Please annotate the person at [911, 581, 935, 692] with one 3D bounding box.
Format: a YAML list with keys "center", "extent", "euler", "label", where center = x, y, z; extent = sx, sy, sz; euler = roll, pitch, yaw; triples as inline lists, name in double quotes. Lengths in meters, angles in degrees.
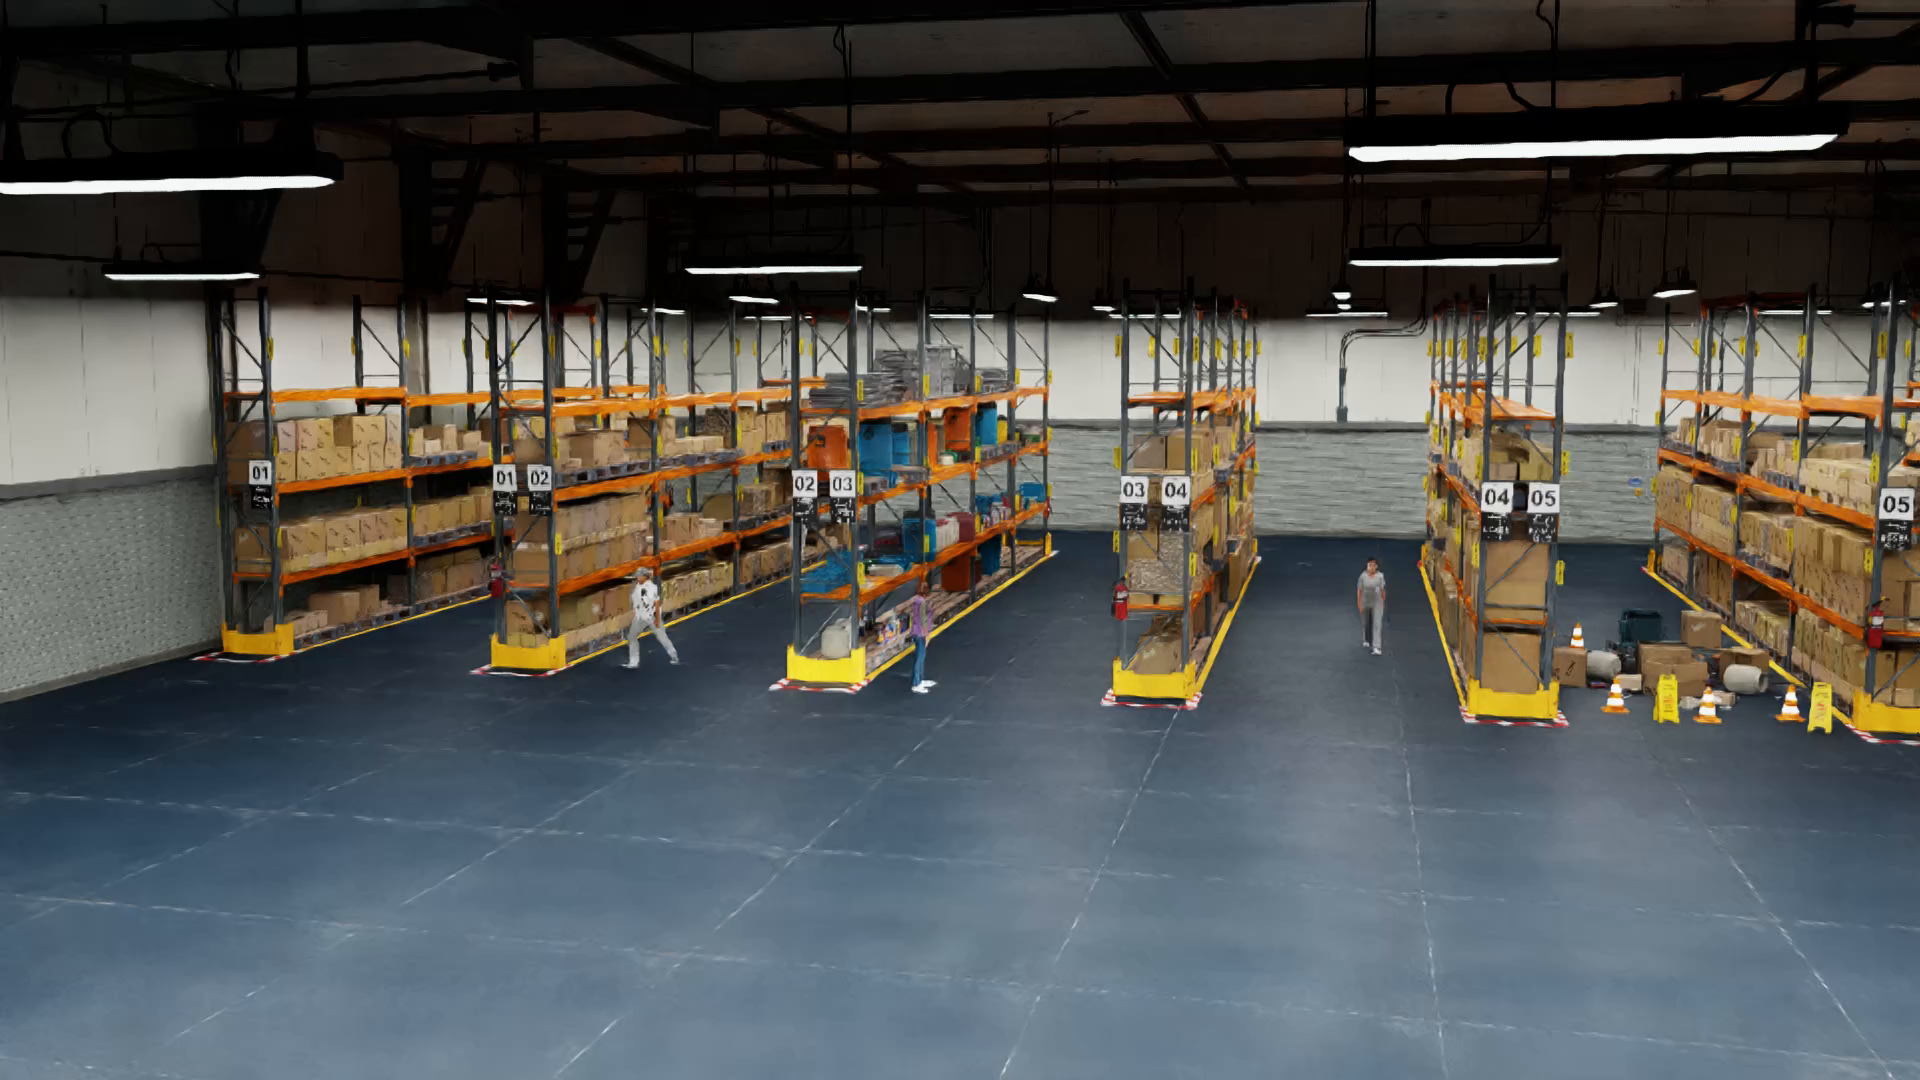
- center: [-0.536, 1.400, 24.377]
  extent: [0.419, 1.603, 0.504]
  euler: [-2, 7, -15]
  label: "person"

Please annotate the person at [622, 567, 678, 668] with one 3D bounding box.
- center: [-4.884, 1.201, 26.205]
  extent: [0.520, 1.599, 0.914]
  euler: [4, 8, 34]
  label: "person"

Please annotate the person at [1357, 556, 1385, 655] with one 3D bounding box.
- center: [6.776, 1.050, 27.441]
  extent: [0.443, 1.588, 1.110]
  euler: [2, 7, 15]
  label: "person"

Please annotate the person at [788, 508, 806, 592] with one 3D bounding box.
- center: [-3.309, 0.156, 34.357]
  extent: [0.457, 1.783, 0.618]
  euler: [-2, 7, -18]
  label: "person"
